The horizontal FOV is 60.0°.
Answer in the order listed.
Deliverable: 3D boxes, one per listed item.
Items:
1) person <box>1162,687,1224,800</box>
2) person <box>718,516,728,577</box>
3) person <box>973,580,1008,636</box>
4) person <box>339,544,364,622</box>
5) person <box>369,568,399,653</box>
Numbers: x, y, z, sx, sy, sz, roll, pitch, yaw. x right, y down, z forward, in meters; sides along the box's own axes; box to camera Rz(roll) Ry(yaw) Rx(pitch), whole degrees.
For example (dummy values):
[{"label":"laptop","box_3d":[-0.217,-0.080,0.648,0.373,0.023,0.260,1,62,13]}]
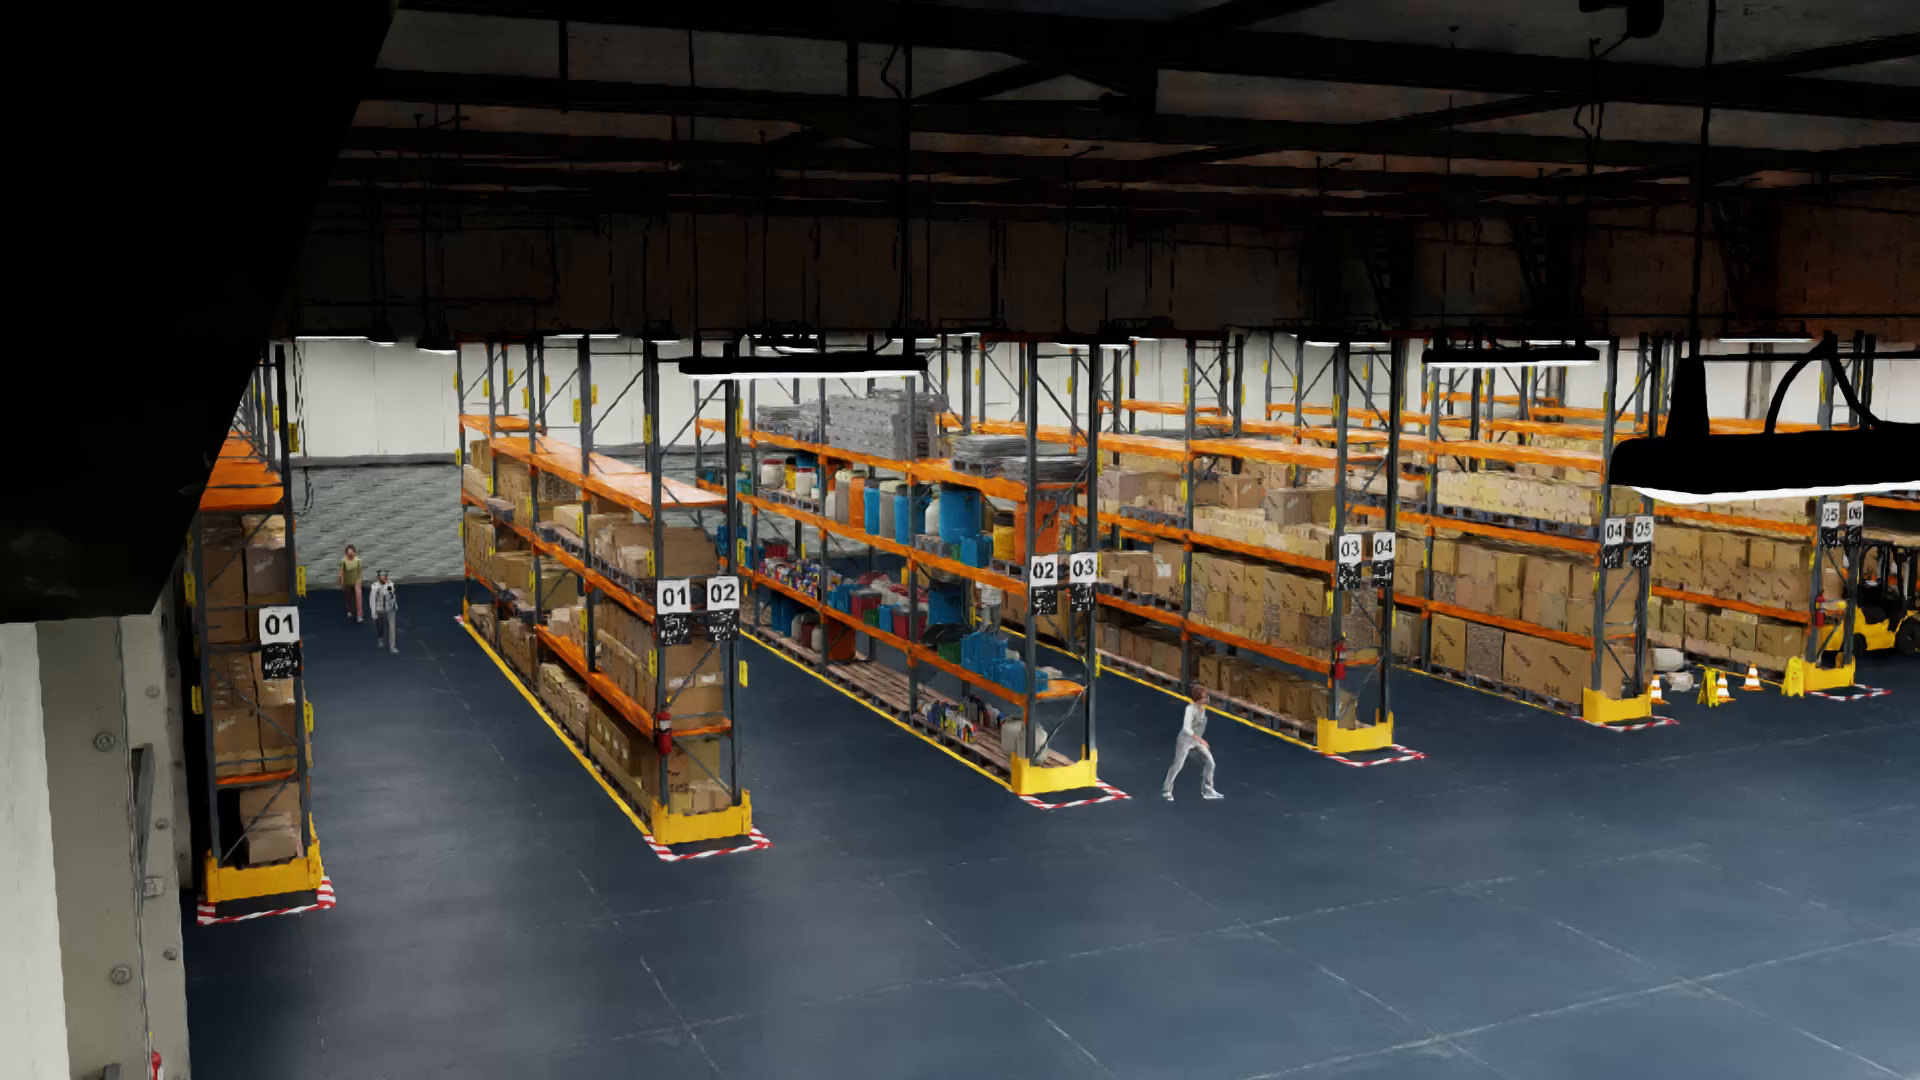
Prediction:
[{"label":"person","box_3d":[3.021,2.647,21.713,0.738,1.536,0.563,7,11,43]},{"label":"person","box_3d":[-5.326,0.279,38.394,0.583,1.755,0.772,2,8,12]},{"label":"person","box_3d":[0.602,1.201,31.866,0.719,1.714,0.578,-4,9,-26]},{"label":"person","box_3d":[-12.653,0.874,34.562,0.448,1.590,1.099,-3,8,-22]},{"label":"person","box_3d":[-10.872,1.305,31.357,0.495,1.589,1.086,-3,8,-22]}]
